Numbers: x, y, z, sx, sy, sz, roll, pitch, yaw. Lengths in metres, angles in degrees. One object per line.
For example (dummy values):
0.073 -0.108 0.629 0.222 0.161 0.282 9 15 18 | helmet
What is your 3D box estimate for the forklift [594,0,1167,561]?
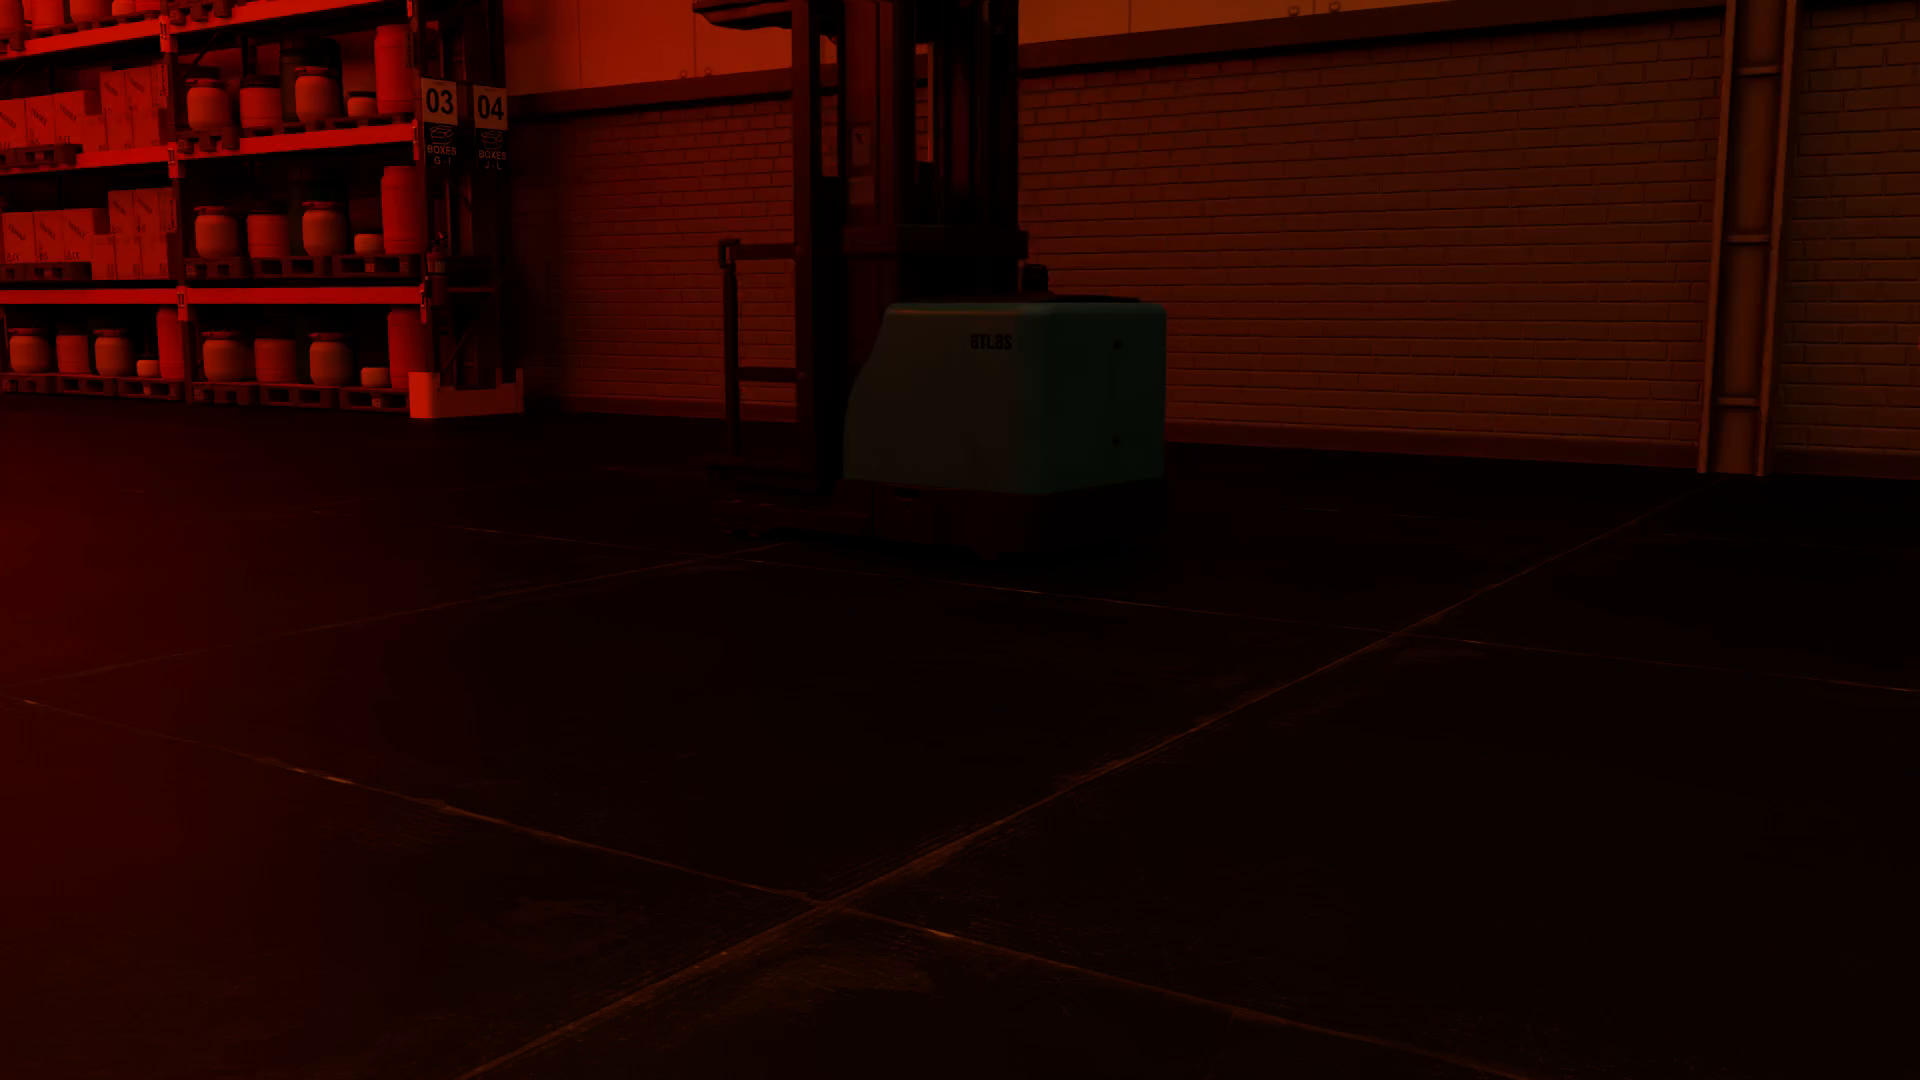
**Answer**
-0.538 -1.509 7.806 3.031 2.935 1.130 7 10 39 | forklift
